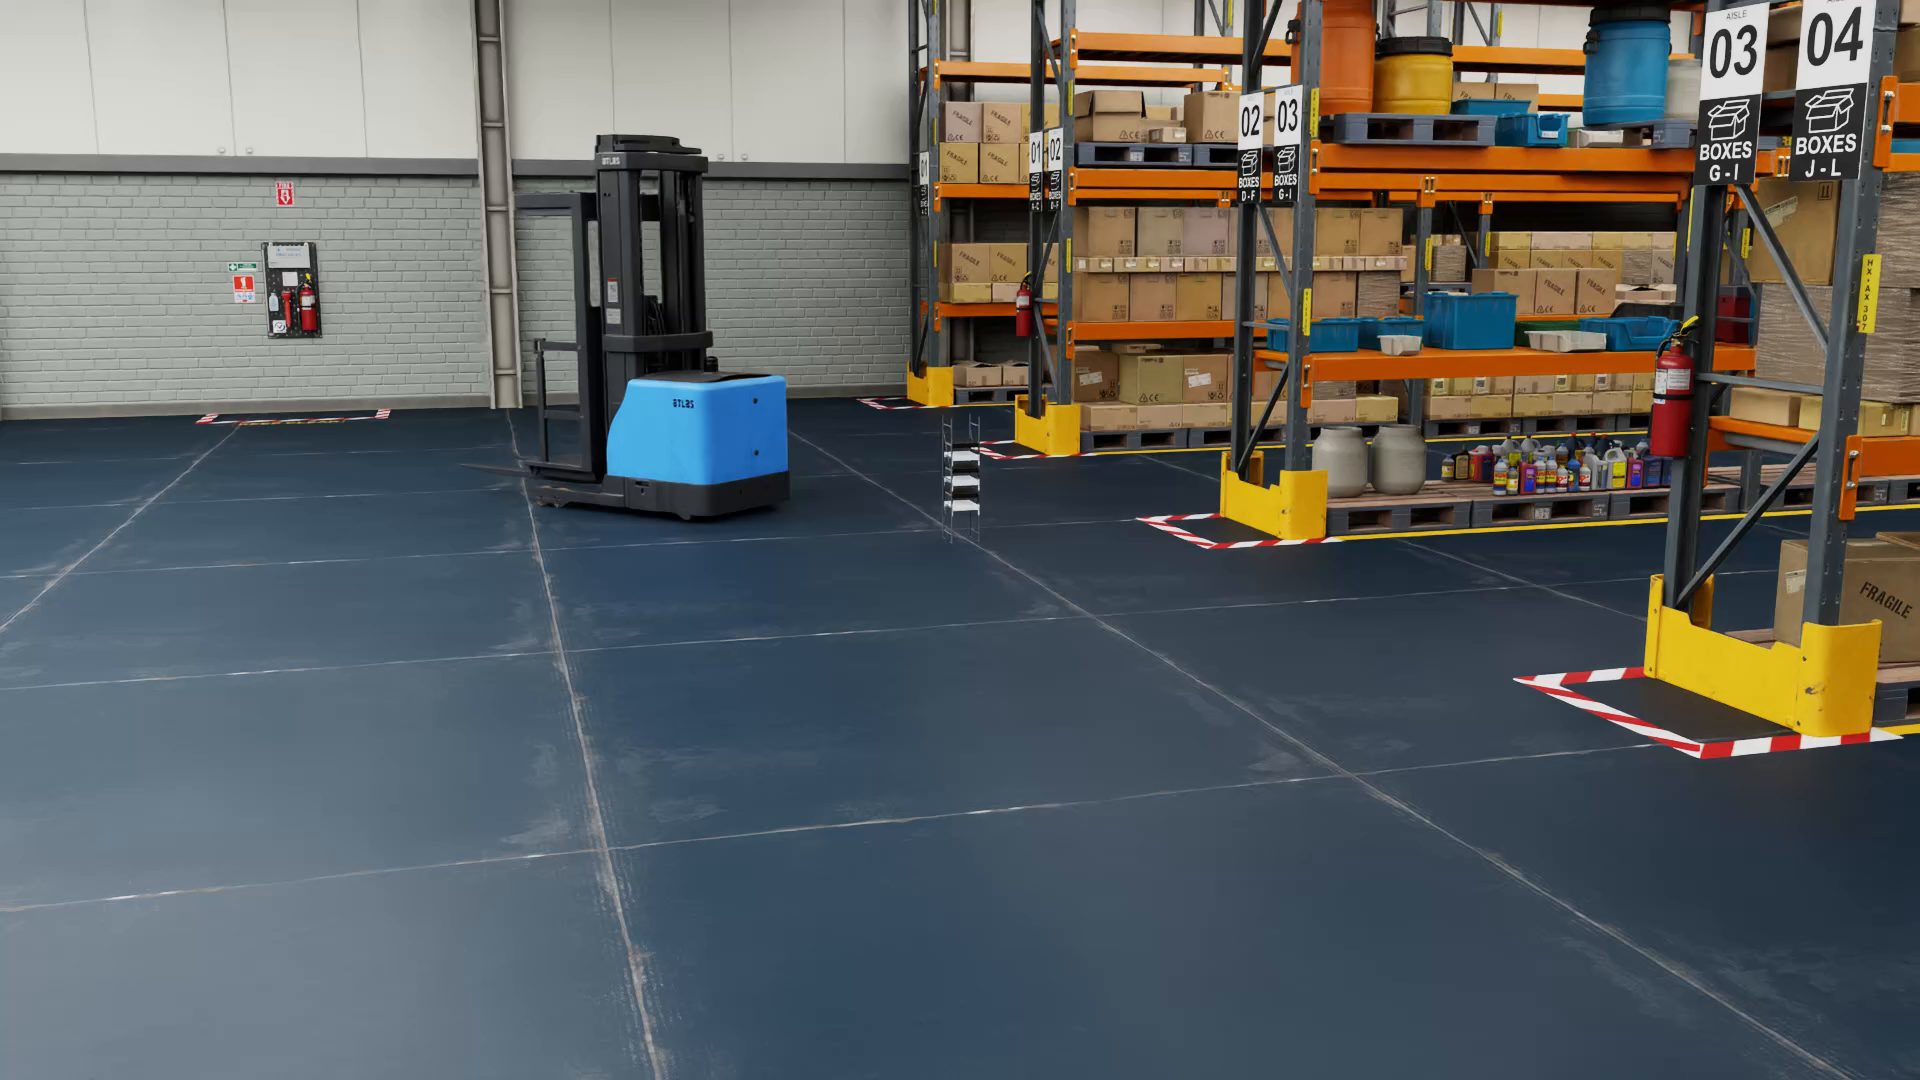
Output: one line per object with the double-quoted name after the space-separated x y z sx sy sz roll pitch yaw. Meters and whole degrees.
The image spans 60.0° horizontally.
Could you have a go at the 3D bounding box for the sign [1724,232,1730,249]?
11.214 -4.336 24.338 0.005 0.325 0.100 -3 11 -16 "sign"

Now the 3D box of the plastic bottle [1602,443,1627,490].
5.108 -0.578 13.000 0.185 0.351 0.144 -3 11 -16 "plastic bottle"

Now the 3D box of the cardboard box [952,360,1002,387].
0.220 -2.206 21.955 0.500 0.311 0.500 -4 11 -22 "cardboard box"

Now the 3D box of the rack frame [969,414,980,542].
0.105 -0.448 11.995 0.006 0.900 0.240 -3 11 -16 "rack frame"

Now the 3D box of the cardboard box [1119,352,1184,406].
1.976 -1.669 17.190 0.500 0.500 0.500 -3 11 -16 "cardboard box"

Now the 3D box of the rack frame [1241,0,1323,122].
2.300 -4.521 11.748 0.127 3.000 1.000 -3 11 -16 "rack frame"

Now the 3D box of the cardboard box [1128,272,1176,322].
1.874 -2.530 17.226 0.500 0.500 0.700 -3 11 -14 "cardboard box"

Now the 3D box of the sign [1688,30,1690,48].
10.921 -7.485 24.834 0.005 0.325 0.100 -3 11 -16 "sign"

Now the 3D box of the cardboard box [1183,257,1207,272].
2.347 -2.835 17.092 0.250 0.149 0.380 -3 11 -18 "cardboard box"

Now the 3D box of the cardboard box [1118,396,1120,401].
1.828 -1.392 17.756 0.500 0.250 0.500 -3 11 -16 "cardboard box"

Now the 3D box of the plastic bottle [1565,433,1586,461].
5.068 -0.708 13.709 0.185 0.351 0.144 -4 11 -18 "plastic bottle"

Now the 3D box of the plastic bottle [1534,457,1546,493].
4.457 -0.500 12.797 0.097 0.271 0.097 0 10 0 "plastic bottle"

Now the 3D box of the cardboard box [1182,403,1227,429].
2.455 -1.325 17.396 0.500 0.250 0.500 -3 11 -16 "cardboard box"

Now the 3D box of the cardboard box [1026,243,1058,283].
1.048 -3.618 21.700 0.500 0.500 0.500 -3 11 -18 "cardboard box"

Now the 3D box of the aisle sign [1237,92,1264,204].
2.148 -2.897 12.317 0.004 0.787 0.394 -3 11 -16 "aisle sign"

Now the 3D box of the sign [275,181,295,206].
-8.219 -4.213 20.245 0.199 0.298 0.001 -3 11 -16 "sign"

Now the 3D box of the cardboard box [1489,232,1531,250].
7.748 -4.251 23.629 0.500 0.250 0.500 -3 11 -15 "cardboard box"

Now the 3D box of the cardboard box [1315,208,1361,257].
3.851 -3.272 17.675 0.500 0.500 0.700 -3 11 -16 "cardboard box"

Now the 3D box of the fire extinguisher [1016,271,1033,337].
0.676 -2.468 17.383 0.183 0.674 0.296 -3 11 -16 "fire extinguisher"

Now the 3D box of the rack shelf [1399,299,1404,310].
5.292 -3.242 23.361 4.000 0.370 1.077 -3 11 -16 "rack shelf"

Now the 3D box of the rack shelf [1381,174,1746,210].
6.680 -3.857 18.413 4.000 0.370 1.077 -3 11 -16 "rack shelf"

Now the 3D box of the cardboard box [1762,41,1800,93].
4.076 -2.179 7.729 0.500 0.250 0.500 -3 11 -15 "cardboard box"

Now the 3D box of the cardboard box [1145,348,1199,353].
2.307 -1.787 17.830 0.500 0.500 0.500 -3 11 -16 "cardboard box"

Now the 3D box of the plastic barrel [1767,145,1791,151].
6.568 -3.558 13.419 0.708 0.901 0.600 -3 11 -16 "plastic barrel"

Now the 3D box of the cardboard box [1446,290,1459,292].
5.552 -2.644 18.497 0.258 0.266 0.396 -3 11 -17 "cardboard box"

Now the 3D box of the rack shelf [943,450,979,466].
0.008 -0.587 11.941 0.200 0.077 0.258 -3 11 -16 "rack shelf"

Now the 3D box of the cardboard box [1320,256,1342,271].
3.818 -2.912 17.511 0.250 0.149 0.380 -3 11 -16 "cardboard box"

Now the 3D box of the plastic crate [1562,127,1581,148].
4.549 -3.111 12.962 0.450 0.188 0.336 -3 11 -16 "plastic crate"

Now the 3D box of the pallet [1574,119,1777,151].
5.475 -3.102 12.846 1.003 0.211 1.213 -3 11 -16 "pallet"

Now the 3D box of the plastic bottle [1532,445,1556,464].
4.726 -0.625 13.466 0.135 0.276 0.152 -3 11 -16 "plastic bottle"

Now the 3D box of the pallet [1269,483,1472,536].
3.141 -0.251 12.828 1.213 0.211 1.003 -3 11 -16 "pallet"

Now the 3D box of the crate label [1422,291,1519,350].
3.992 -1.728 13.050 0.616 0.435 0.502 -3 11 -16 "crate label"

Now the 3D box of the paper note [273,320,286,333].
-8.372 -2.626 20.459 0.142 0.148 0.016 -3 11 -16 "paper note"

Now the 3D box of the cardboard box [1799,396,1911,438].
4.025 -0.559 7.491 0.250 0.149 0.380 -3 11 -16 "cardboard box"

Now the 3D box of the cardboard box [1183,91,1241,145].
2.590 -4.268 16.837 0.500 0.500 0.500 -3 11 -16 "cardboard box"

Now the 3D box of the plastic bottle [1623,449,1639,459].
5.353 -0.582 13.229 0.135 0.276 0.152 -3 11 -16 "plastic bottle"

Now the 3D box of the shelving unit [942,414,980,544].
0.008 -0.443 11.967 0.210 0.900 0.258 -3 11 -16 "shelving unit"

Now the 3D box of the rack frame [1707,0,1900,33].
3.684 -3.660 7.071 0.127 3.000 1.000 -3 11 -16 "rack frame"

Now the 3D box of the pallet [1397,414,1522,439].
5.456 -1.307 18.561 1.213 0.211 1.003 -3 11 -16 "pallet"

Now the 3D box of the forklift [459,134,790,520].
-2.881 -1.773 13.582 3.031 2.935 1.130 7 12 33 "forklift"

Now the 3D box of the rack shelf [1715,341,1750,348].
8.061 -1.520 14.006 4.000 0.370 1.077 -3 11 -16 "rack shelf"

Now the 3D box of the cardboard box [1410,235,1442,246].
6.584 -4.240 23.512 0.250 0.149 0.380 -5 12 -25 "cardboard box"

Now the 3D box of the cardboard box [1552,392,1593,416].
6.693 -1.544 18.580 0.500 0.250 0.500 -3 11 -15 "cardboard box"

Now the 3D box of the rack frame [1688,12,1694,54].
11.053 -6.850 24.402 0.127 3.000 1.000 -3 11 -16 "rack frame"

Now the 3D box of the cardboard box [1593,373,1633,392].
7.184 -1.845 18.668 0.500 0.311 0.500 -3 11 -16 "cardboard box"

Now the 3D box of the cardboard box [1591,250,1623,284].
9.230 -3.960 24.121 0.500 0.500 0.500 -3 11 -14 "cardboard box"

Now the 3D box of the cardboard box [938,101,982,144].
-0.031 -5.296 21.150 0.500 0.500 0.500 -4 11 -20 "cardboard box"

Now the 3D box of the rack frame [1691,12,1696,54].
8.600 -5.787 18.626 0.127 3.000 1.000 -3 11 -16 "rack frame"

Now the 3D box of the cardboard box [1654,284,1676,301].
8.239 -2.782 19.118 0.500 0.311 0.500 -2 11 -12 "cardboard box"

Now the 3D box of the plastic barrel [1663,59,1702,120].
5.672 -3.522 13.138 0.421 0.512 0.421 0 10 0 "plastic barrel"

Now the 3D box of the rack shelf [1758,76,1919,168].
5.605 -1.932 7.958 4.000 0.370 1.077 -3 11 -16 "rack shelf"

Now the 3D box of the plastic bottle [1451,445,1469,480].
4.048 -0.629 13.466 0.133 0.283 0.061 -3 11 -15 "plastic bottle"

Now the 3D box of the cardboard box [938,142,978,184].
-0.078 -4.800 21.220 0.500 0.500 0.500 -3 11 -14 "cardboard box"
